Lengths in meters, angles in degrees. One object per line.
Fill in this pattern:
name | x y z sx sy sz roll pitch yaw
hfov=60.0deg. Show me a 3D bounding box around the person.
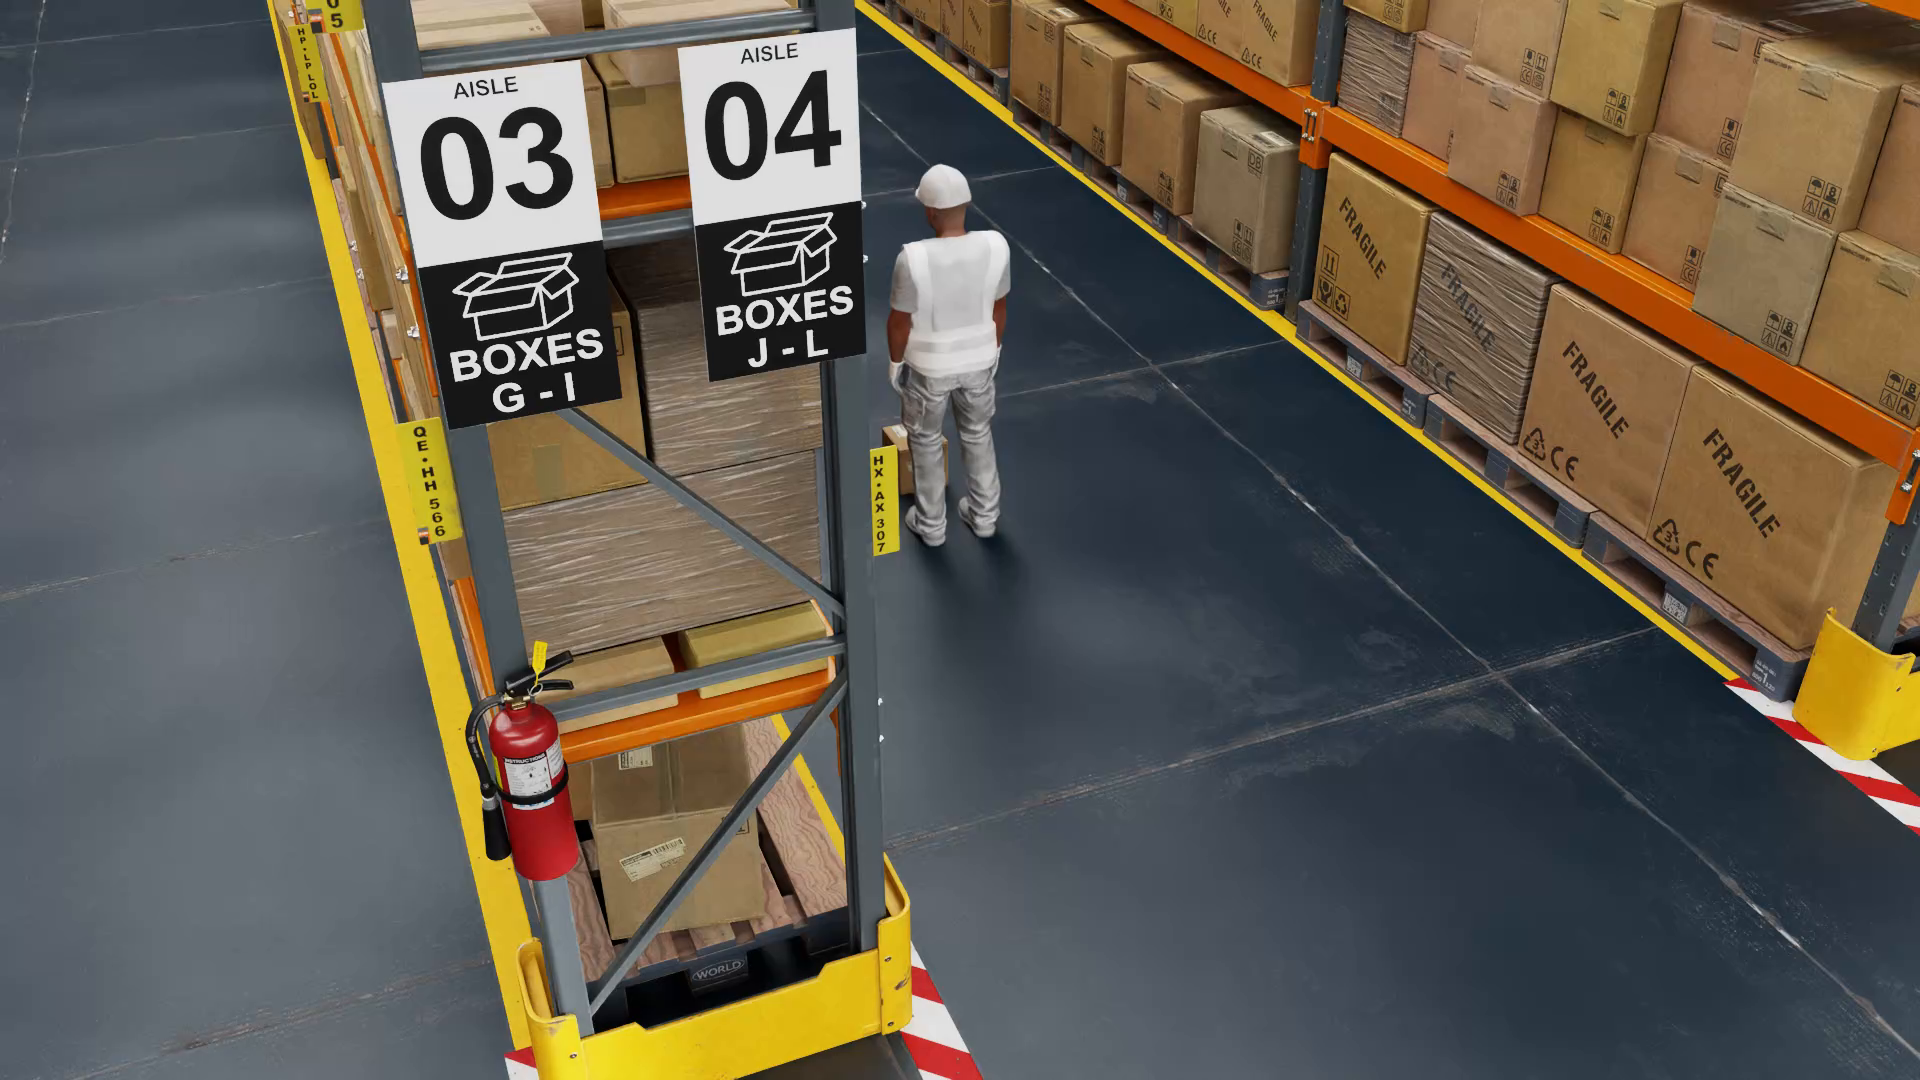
person | -0.059 -0.793 7.340 0.548 1.778 0.359 -12 35 -18
